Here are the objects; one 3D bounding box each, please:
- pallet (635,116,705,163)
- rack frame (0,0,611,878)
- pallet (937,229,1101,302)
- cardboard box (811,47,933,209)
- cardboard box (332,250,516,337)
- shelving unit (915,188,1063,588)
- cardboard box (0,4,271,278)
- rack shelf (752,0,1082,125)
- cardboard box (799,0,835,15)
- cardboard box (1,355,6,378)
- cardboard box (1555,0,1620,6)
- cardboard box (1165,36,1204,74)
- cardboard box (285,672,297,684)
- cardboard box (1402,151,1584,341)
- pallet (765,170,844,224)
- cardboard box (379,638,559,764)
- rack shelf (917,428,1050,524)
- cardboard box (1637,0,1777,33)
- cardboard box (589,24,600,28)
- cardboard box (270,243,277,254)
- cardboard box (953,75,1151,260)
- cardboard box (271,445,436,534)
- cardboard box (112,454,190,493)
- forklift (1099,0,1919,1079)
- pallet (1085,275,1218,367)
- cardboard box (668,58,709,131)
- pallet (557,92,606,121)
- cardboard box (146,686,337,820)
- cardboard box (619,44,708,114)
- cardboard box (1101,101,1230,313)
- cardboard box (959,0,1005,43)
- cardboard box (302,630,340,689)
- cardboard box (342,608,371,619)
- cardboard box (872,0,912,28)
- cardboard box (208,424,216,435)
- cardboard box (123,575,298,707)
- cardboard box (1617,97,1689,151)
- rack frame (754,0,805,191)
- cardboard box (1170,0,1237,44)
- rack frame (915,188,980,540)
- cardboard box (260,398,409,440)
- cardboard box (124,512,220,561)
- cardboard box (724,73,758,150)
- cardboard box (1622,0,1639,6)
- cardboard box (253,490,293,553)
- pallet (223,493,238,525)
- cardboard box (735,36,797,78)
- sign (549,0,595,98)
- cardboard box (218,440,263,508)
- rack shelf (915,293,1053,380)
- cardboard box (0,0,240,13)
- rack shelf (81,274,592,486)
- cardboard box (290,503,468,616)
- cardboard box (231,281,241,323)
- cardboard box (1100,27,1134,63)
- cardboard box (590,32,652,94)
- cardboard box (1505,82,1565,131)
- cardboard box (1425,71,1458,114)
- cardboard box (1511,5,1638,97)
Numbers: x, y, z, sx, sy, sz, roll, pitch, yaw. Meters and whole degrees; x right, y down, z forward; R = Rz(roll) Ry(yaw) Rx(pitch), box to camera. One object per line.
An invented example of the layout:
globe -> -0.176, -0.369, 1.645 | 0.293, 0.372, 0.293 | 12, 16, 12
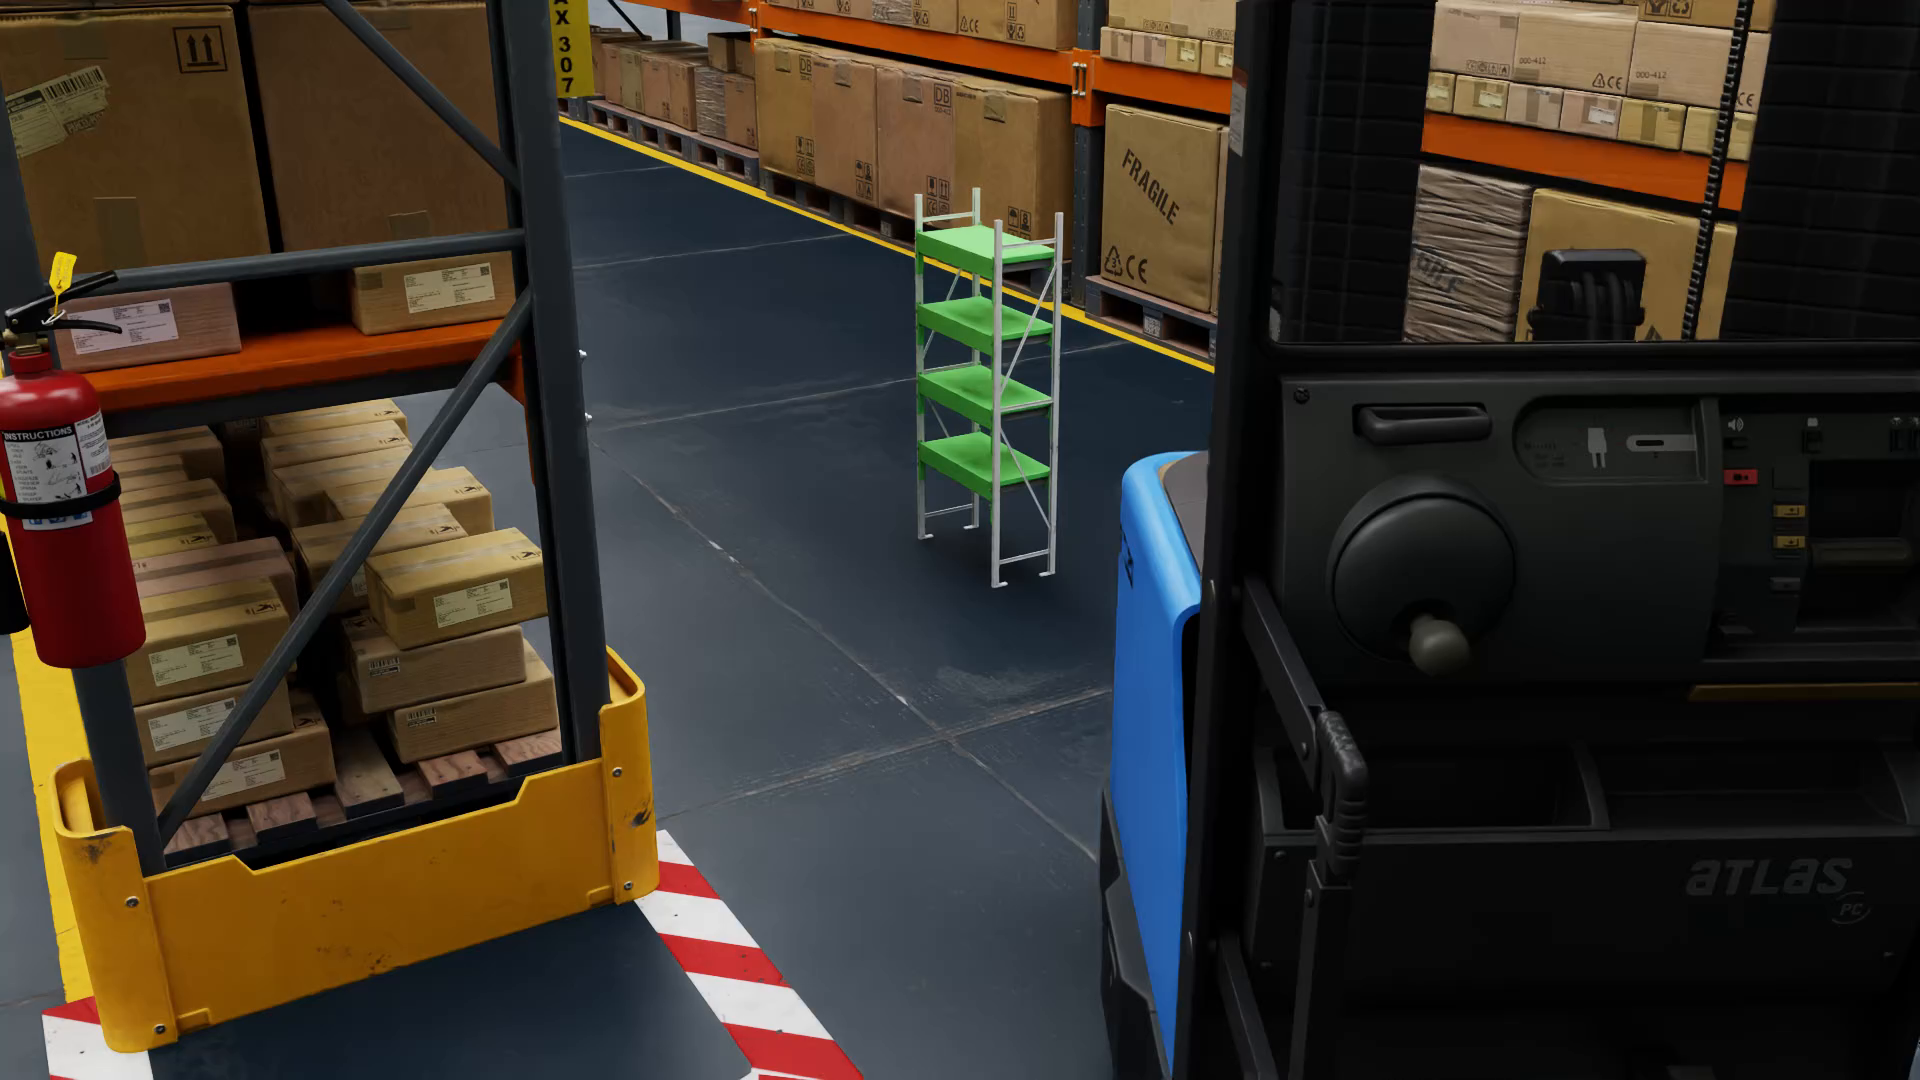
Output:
pallet -> -2.011, -3.371, 13.824 | 1.003, 0.211, 1.213 | -13, 25, -28
rack frame -> -1.223, -0.504, 3.068 | 1.000, 3.000, 0.127 | -13, 25, -28
pallet -> 0.591, -1.664, 9.624 | 1.003, 0.211, 1.213 | -13, 25, -28
cardboard box -> -0.210, -2.708, 10.754 | 1.225, 0.875, 0.875 | -13, 25, -28
cardboard box -> -1.106, -0.555, 3.528 | 0.380, 0.149, 0.250 | -13, 25, -29
shelving unit -> 0.085, -0.502, 5.454 | 0.258, 1.200, 0.503 | -13, 25, -28
cardboard box -> -1.674, -0.784, 3.229 | 0.500, 0.500, 0.500 | -12, 25, -27
rack shelf -> 0.028, -3.034, 10.248 | 1.077, 0.370, 4.000 | -13, 25, -28
cardboard box -> -0.714, -3.685, 10.761 | 0.500, 0.500, 0.500 | -13, 26, -30
cardboard box -> -3.356, -0.631, 6.215 | 0.380, 0.149, 0.250 | -11, 25, -26
cardboard box -> 2.555, -2.031, 6.629 | 0.500, 0.250, 0.500 | -14, 26, -30
cardboard box -> 1.184, -2.274, 7.755 | 0.380, 0.149, 0.250 | -12, 25, -27
cardboard box -> -1.825, 0.274, 3.988 | 0.380, 0.149, 0.250 | -13, 26, -29
cardboard box -> 2.232, -1.122, 6.852 | 0.875, 0.875, 0.875 | -13, 25, -28
pallet -> -0.656, -2.453, 11.567 | 1.003, 0.211, 1.213 | -13, 25, -28
cardboard box -> -1.215, 0.391, 4.094 | 0.380, 0.149, 0.250 | -12, 25, -27
rack shelf -> 0.085, -0.221, 5.568 | 0.258, 0.148, 0.480 | -13, 25, -28
cardboard box -> 2.618, -1.948, 5.429 | 0.500, 0.500, 0.500 | -12, 25, -28
cardboard box -> -3.891, -4.853, 16.530 | 0.500, 0.500, 0.500 | -15, 27, -33
cardboard box -> -1.614, -0.785, 4.092 | 0.380, 0.149, 0.250 | -11, 25, -26
cardboard box -> 0.706, -2.134, 9.341 | 1.225, 0.875, 0.875 | -13, 25, -28
cardboard box -> -1.659, -0.125, 4.574 | 0.380, 0.149, 0.250 | -14, 26, -31
cardboard box -> -2.294, -0.100, 4.512 | 0.380, 0.149, 0.250 | -12, 25, -26
forklift -> 0.877, 0.002, 1.915 | 1.130, 2.935, 3.031 | -1, 22, -1
pallet -> 1.371, -1.167, 8.402 | 1.003, 0.211, 1.213 | -13, 25, -28
cardboard box -> -1.943, -3.633, 13.501 | 0.700, 0.500, 0.500 | -10, 24, -24
pallet -> -3.410, -4.229, 15.934 | 1.003, 0.211, 1.213 | -13, 25, -28
cardboard box -> -1.671, 0.492, 3.846 | 0.380, 0.149, 0.250 | -12, 25, -27
cardboard box -> -2.514, -3.995, 14.391 | 0.700, 0.500, 0.500 | -13, 25, -29
cardboard box -> 1.318, -1.701, 8.277 | 0.875, 0.875, 0.875 | -13, 25, -28
cardboard box -> 0.329, -3.027, 9.142 | 0.500, 0.500, 0.500 | -12, 25, -27
cardboard box -> -1.552, 0.243, 4.458 | 0.380, 0.149, 0.250 | -12, 25, -28
cardboard box -> -1.361, 0.166, 4.253 | 0.380, 0.149, 0.250 | -13, 25, -28
cardboard box -> -0.195, -3.358, 9.956 | 0.500, 0.500, 0.500 | -13, 25, -28
cardboard box -> -2.487, -0.501, 5.894 | 0.380, 0.149, 0.250 | -12, 25, -28
cardboard box -> -1.711, 0.224, 3.715 | 0.380, 0.149, 0.250 | -12, 25, -28
cardboard box -> 2.494, -1.445, 5.716 | 0.380, 0.149, 0.250 | -12, 25, -28
rack frame -> -0.994, -4.015, 11.706 | 1.000, 3.000, 0.127 | -13, 25, -28
cardboard box -> 1.314, -2.424, 7.596 | 0.500, 0.250, 0.500 | -13, 25, -28
rack frame -> -0.040, -0.581, 5.648 | 0.240, 1.200, 0.015 | -13, 25, -28
cardboard box -> -1.888, -0.311, 5.030 | 0.380, 0.149, 0.250 | -12, 25, -27
cardboard box -> -2.032, 0.072, 4.088 | 0.380, 0.149, 0.250 | -13, 26, -29
cardboard box -> -1.353, -3.274, 12.618 | 0.700, 0.500, 0.500 | -14, 26, -31
cardboard box -> 2.824, -2.210, 6.073 | 0.500, 0.500, 0.500 | -13, 26, -30
cardboard box -> -1.817, -0.068, 4.828 | 0.380, 0.149, 0.250 | -14, 26, -31
pallet -> -2.265, 0.099, 5.287 | 1.003, 0.211, 1.213 | -13, 25, -28
cardboard box -> -1.362, -3.619, 12.472 | 0.500, 0.250, 0.500 | -11, 25, -26
sign -> -0.756, -1.009, 3.161 | 0.100, 0.325, 0.005 | -13, 25, -28
cardboard box -> -2.121, -0.237, 5.244 | 0.380, 0.149, 0.250 | -11, 25, -26
rack shelf -> 0.085, -0.665, 5.387 | 0.258, 0.148, 0.480 | -13, 25, -28
cardboard box -> -1.670, -1.251, 3.051 | 0.500, 0.500, 0.500 | -13, 26, -29
rack shelf -> -2.244, -0.818, 4.796 | 1.077, 0.370, 4.000 | -13, 25, -28
cardboard box -> -1.443, 0.046, 4.154 | 0.380, 0.149, 0.250 | -12, 25, -27
cardboard box -> -1.727, -0.526, 3.457 | 0.380, 0.149, 0.250 | -13, 25, -28
cardboard box -> 0.915, -2.444, 8.174 | 0.380, 0.149, 0.250 | -13, 25, -28
cardboard box -> -3.207, -4.483, 15.620 | 0.500, 0.500, 0.500 | -13, 26, -30
cardboard box -> 2.239, -1.607, 6.116 | 0.380, 0.149, 0.250 | -12, 25, -27
cardboard box -> 1.972, -1.775, 6.528 | 0.380, 0.149, 0.250 | -13, 25, -28
cardboard box -> 2.359, -1.764, 5.971 | 0.500, 0.250, 0.500 | -13, 26, -29
